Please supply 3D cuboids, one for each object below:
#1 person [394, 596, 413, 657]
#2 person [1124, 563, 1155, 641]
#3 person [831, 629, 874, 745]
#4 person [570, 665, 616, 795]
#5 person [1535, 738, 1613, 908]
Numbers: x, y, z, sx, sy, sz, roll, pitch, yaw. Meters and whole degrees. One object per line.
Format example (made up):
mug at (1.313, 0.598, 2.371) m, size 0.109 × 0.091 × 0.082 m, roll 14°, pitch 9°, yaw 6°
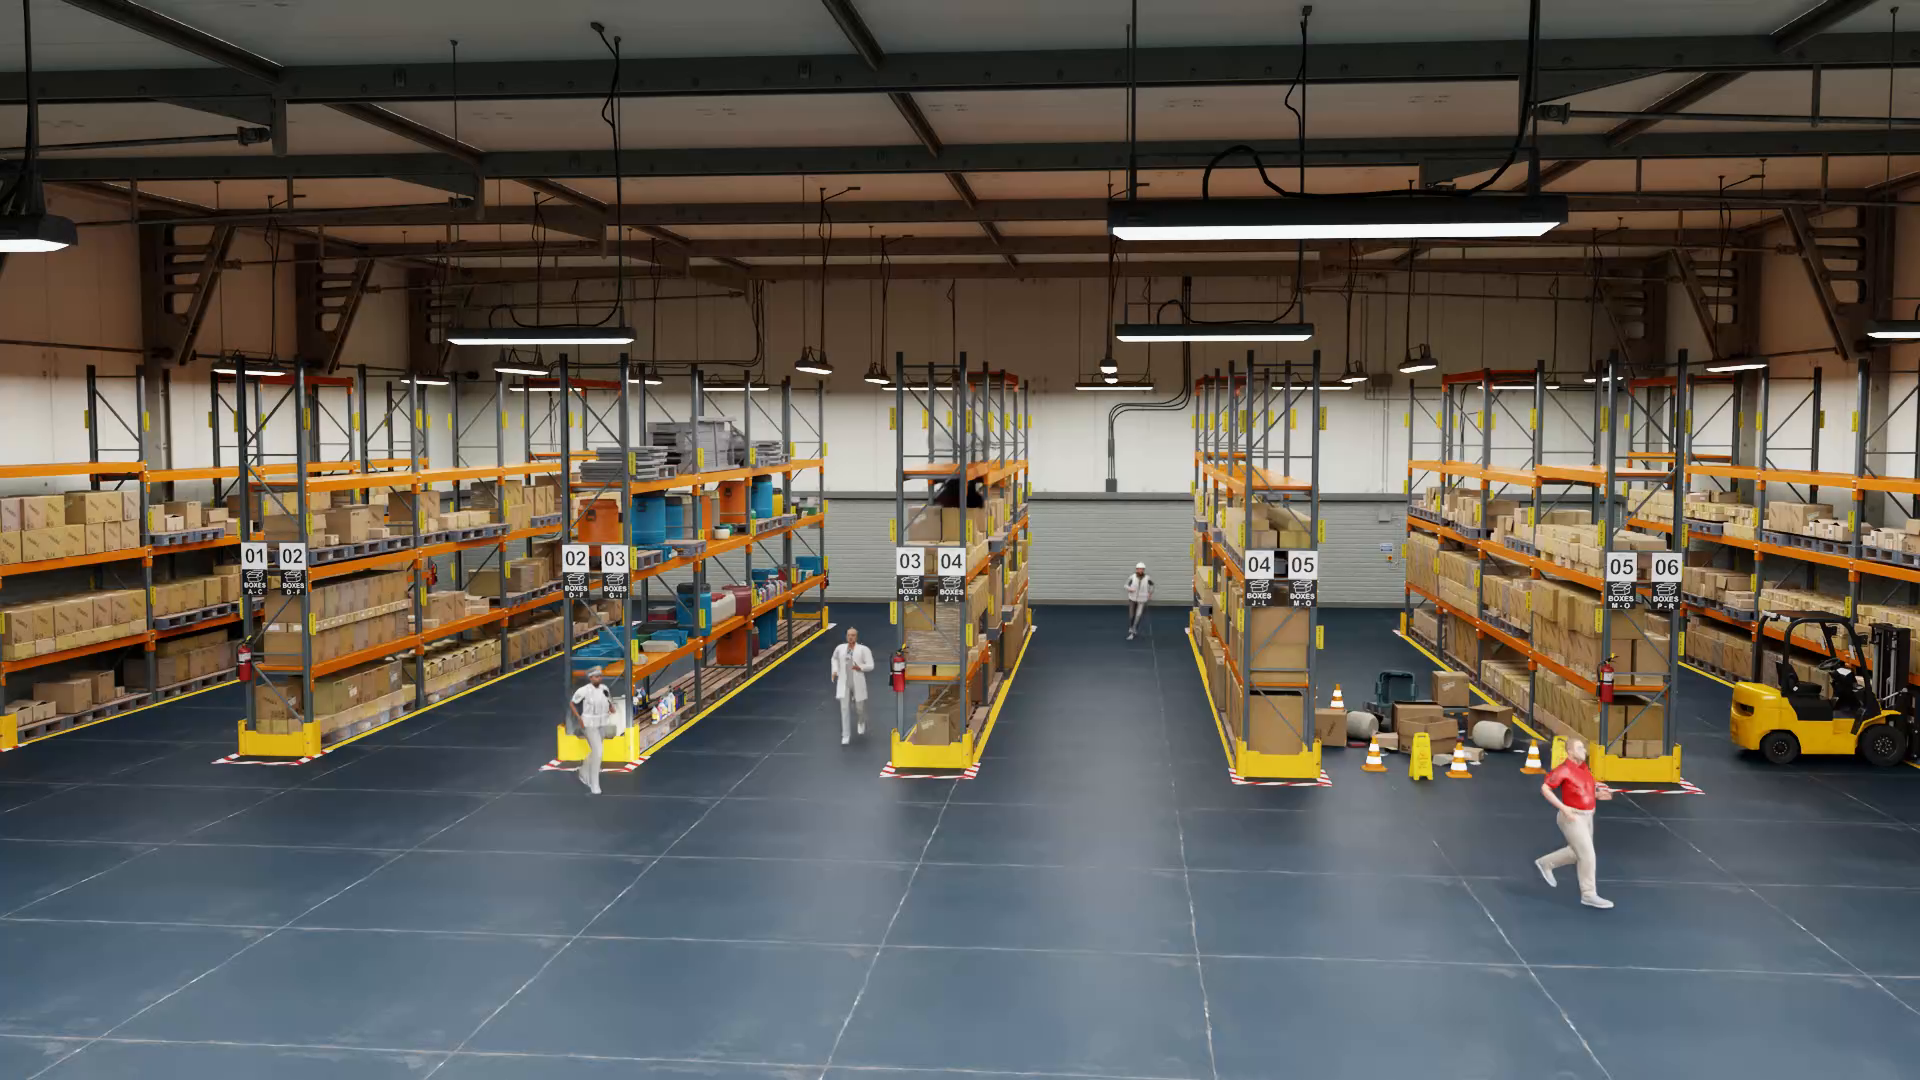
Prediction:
person at (-11.124, 1.840, 33.213) m, size 0.506 × 1.645 × 0.721 m, roll 0°, pitch 4°, yaw -4°
person at (4.143, 1.397, 38.487) m, size 0.699 × 1.761 × 1.001 m, roll 1°, pitch 4°, yaw 12°
person at (-1.691, 2.258, 25.985) m, size 0.714 × 1.754 × 1.034 m, roll 0°, pitch 4°, yaw 5°
person at (-4.970, 2.565, 22.602) m, size 0.752 × 1.761 × 0.557 m, roll 3°, pitch 5°, yaw 40°
person at (6.406, 2.912, 17.332) m, size 0.674 × 1.696 × 0.901 m, roll -4°, pitch 6°, yaw -43°
